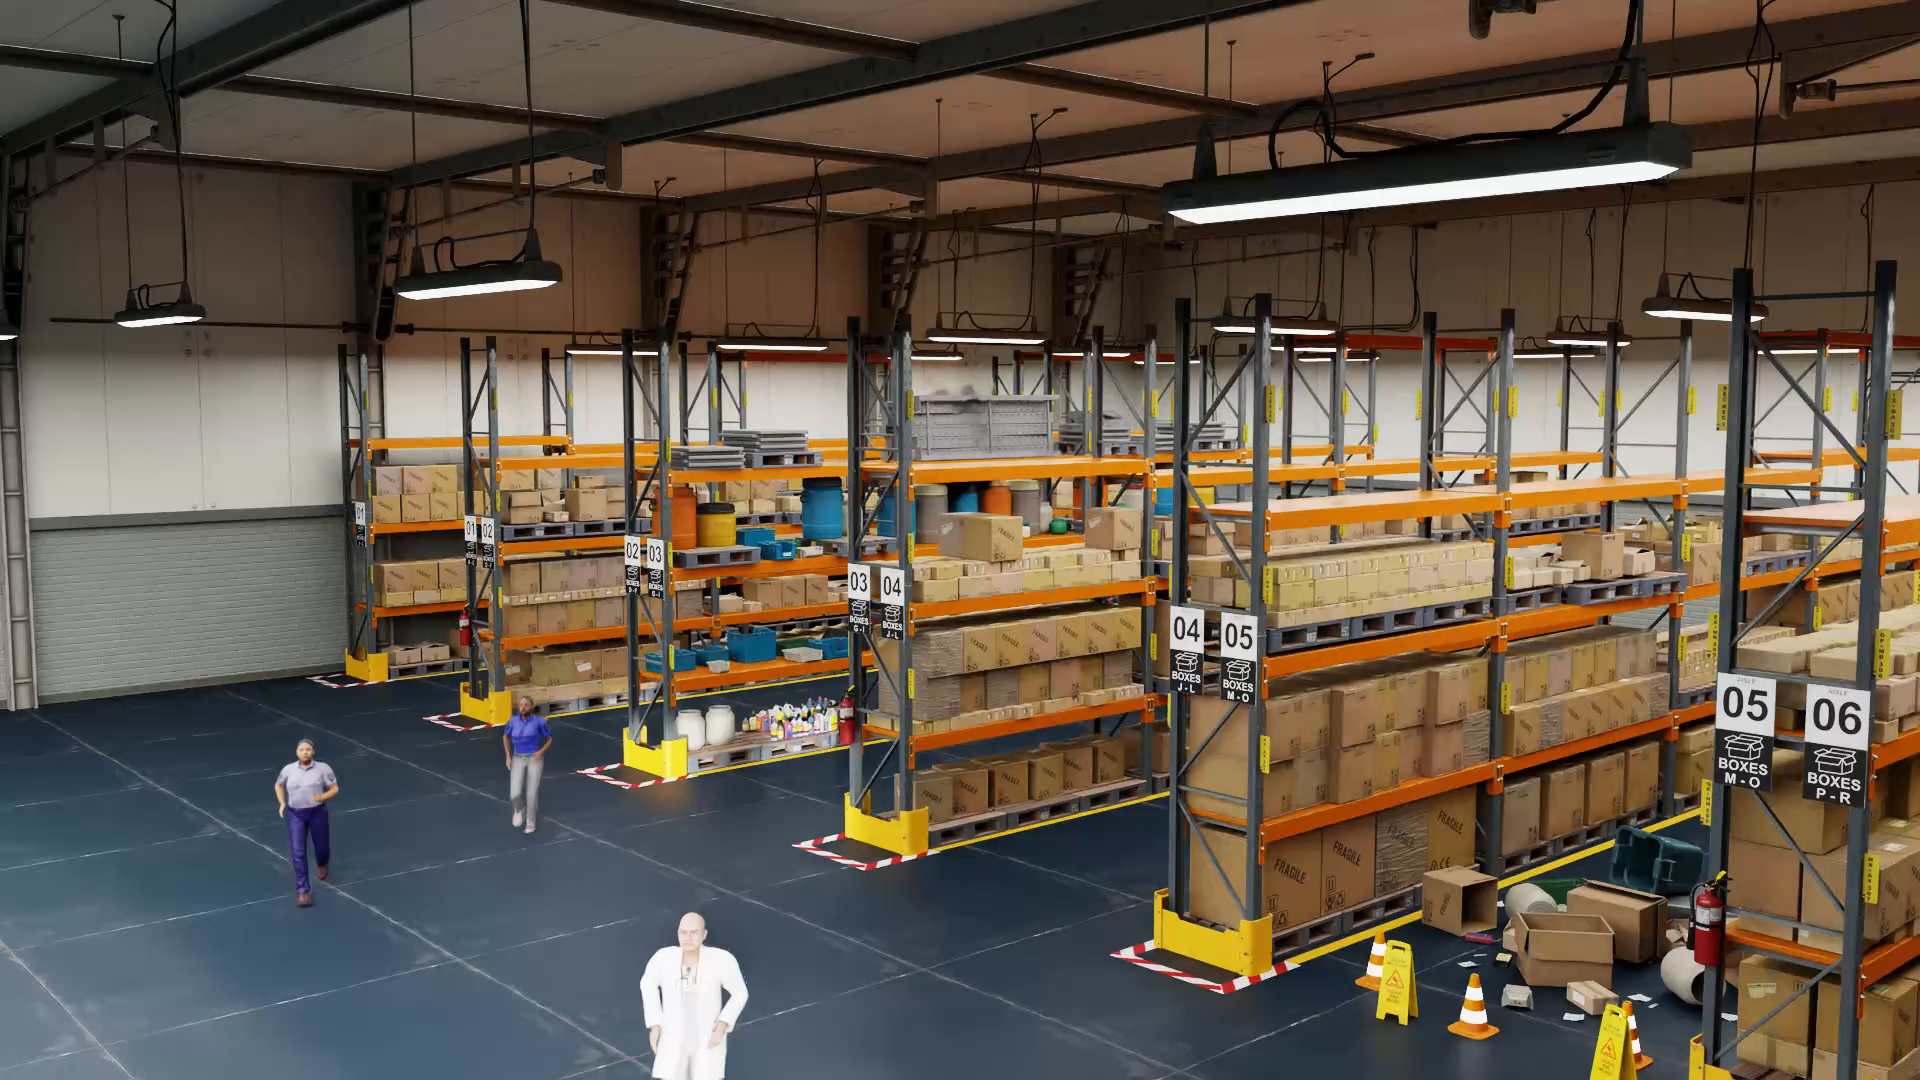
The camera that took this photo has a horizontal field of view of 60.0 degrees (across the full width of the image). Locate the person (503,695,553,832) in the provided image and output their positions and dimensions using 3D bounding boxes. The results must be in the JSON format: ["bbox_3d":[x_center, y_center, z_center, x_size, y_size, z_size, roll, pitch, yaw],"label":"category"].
[{"bbox_3d":[-5.059,2.621,19.435,0.587,1.623,0.543,-1,5,-7],"label":"person"}]

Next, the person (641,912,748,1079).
[{"bbox_3d":[-1.757,3.317,10.955,0.723,1.746,0.629,0,5,-3],"label":"person"}]

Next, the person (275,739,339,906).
[{"bbox_3d":[-6.663,2.834,16.978,0.619,1.618,0.843,-2,5,-19],"label":"person"}]
